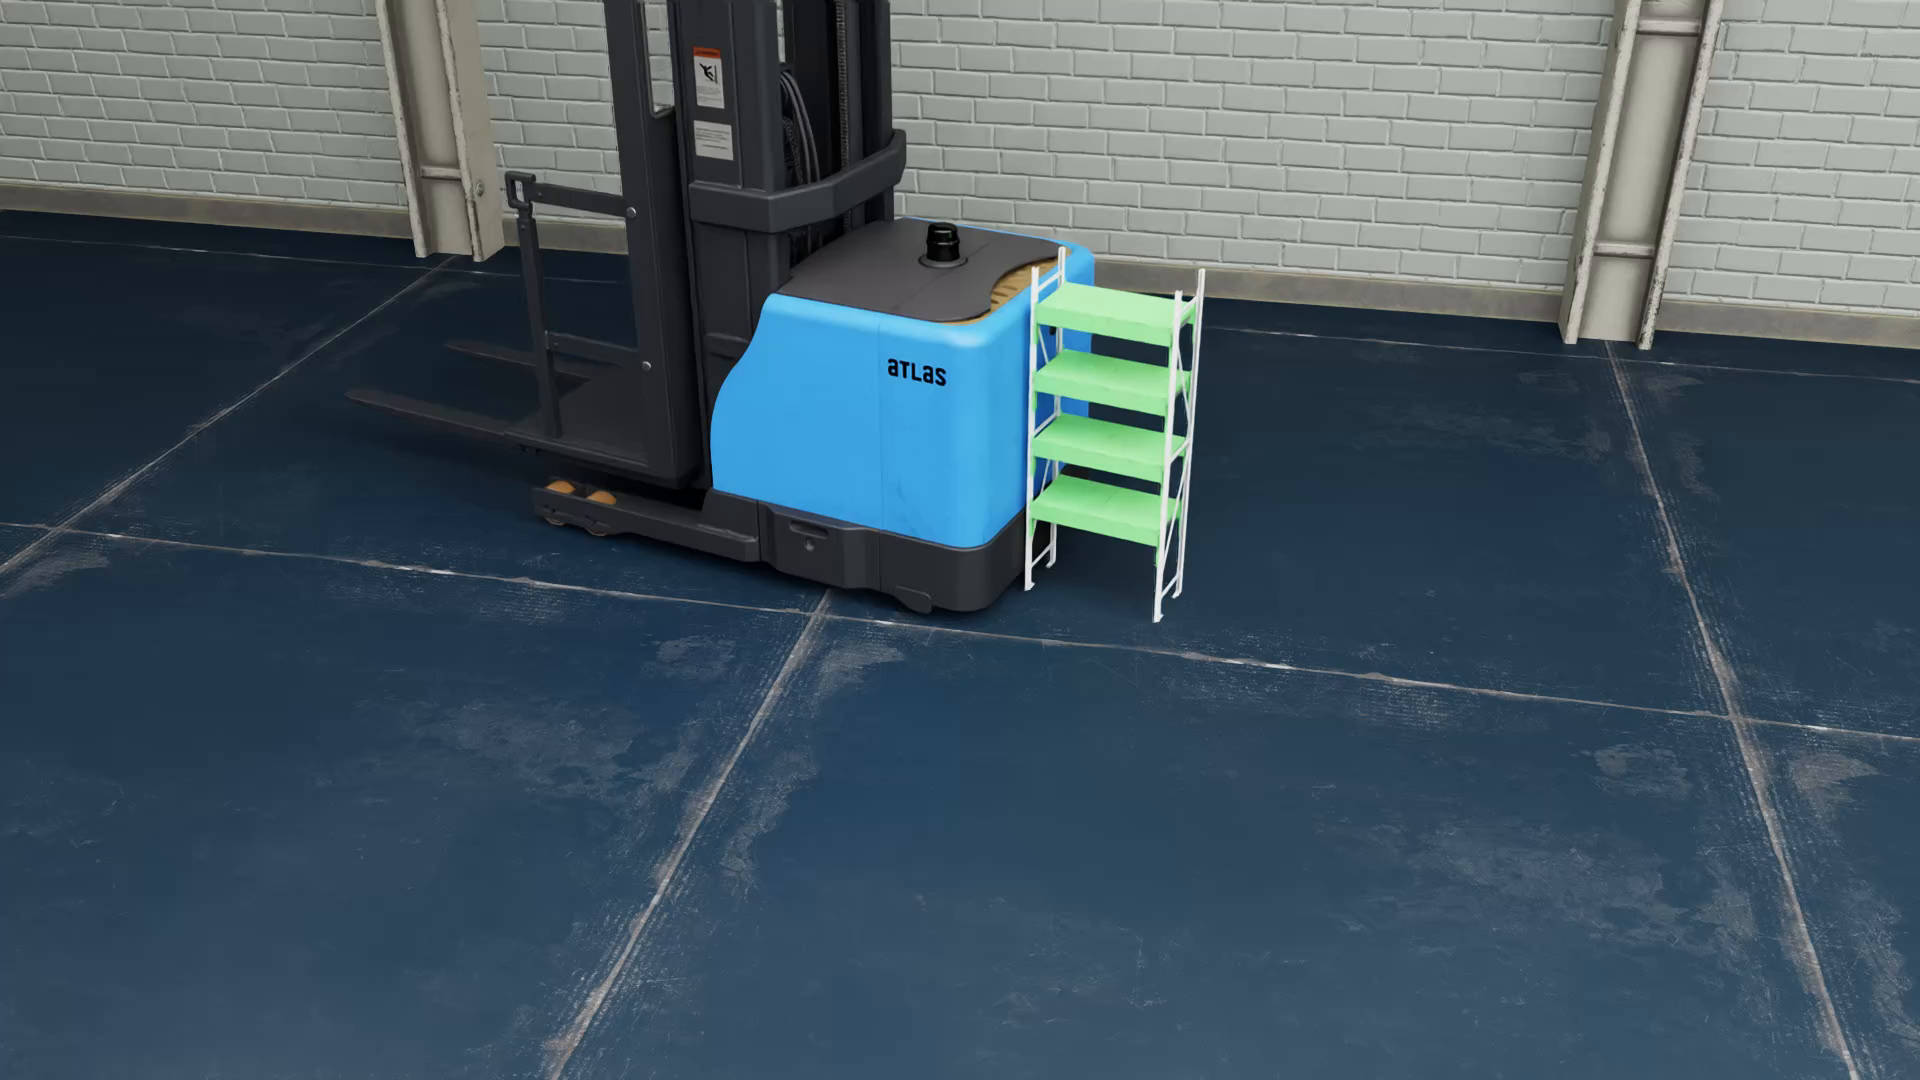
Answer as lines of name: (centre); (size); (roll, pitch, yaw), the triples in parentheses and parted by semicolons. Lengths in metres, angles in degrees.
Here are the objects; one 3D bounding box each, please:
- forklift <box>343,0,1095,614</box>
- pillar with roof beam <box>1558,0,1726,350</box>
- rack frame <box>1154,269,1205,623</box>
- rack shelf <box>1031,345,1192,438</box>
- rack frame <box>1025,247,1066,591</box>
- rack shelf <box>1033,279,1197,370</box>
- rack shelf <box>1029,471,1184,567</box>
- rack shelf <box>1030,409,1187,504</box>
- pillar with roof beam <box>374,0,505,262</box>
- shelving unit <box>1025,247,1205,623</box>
forklift: (-1.057, -1.511, 5.958); (3.031, 2.935, 1.130); (13, 31, 23)
pillar with roof beam: (2.223, -2.922, 2.216); (0.400, 9.000, 9.100); (6, 29, 11)
rack frame: (0.728, -0.292, 5.534); (0.015, 1.200, 0.240); (13, 31, 23)
rack shelf: (0.509, -0.499, 5.545); (0.480, 0.148, 0.258); (13, 31, 23)
rack frame: (0.291, -0.397, 5.726); (0.015, 1.200, 0.240); (13, 31, 23)
rack shelf: (0.509, -0.710, 5.430); (0.480, 0.148, 0.258); (13, 31, 23)
rack shelf: (0.509, -0.078, 5.776); (0.480, 0.148, 0.258); (13, 31, 23)
rack shelf: (0.509, -0.288, 5.661); (0.480, 0.148, 0.258); (13, 31, 23)
pillar with roof beam: (-3.645, -3.524, 3.315); (0.400, 9.000, 9.100); (6, 29, 11)
shelving unit: (0.509, -0.345, 5.630); (0.503, 1.200, 0.258); (13, 31, 23)
